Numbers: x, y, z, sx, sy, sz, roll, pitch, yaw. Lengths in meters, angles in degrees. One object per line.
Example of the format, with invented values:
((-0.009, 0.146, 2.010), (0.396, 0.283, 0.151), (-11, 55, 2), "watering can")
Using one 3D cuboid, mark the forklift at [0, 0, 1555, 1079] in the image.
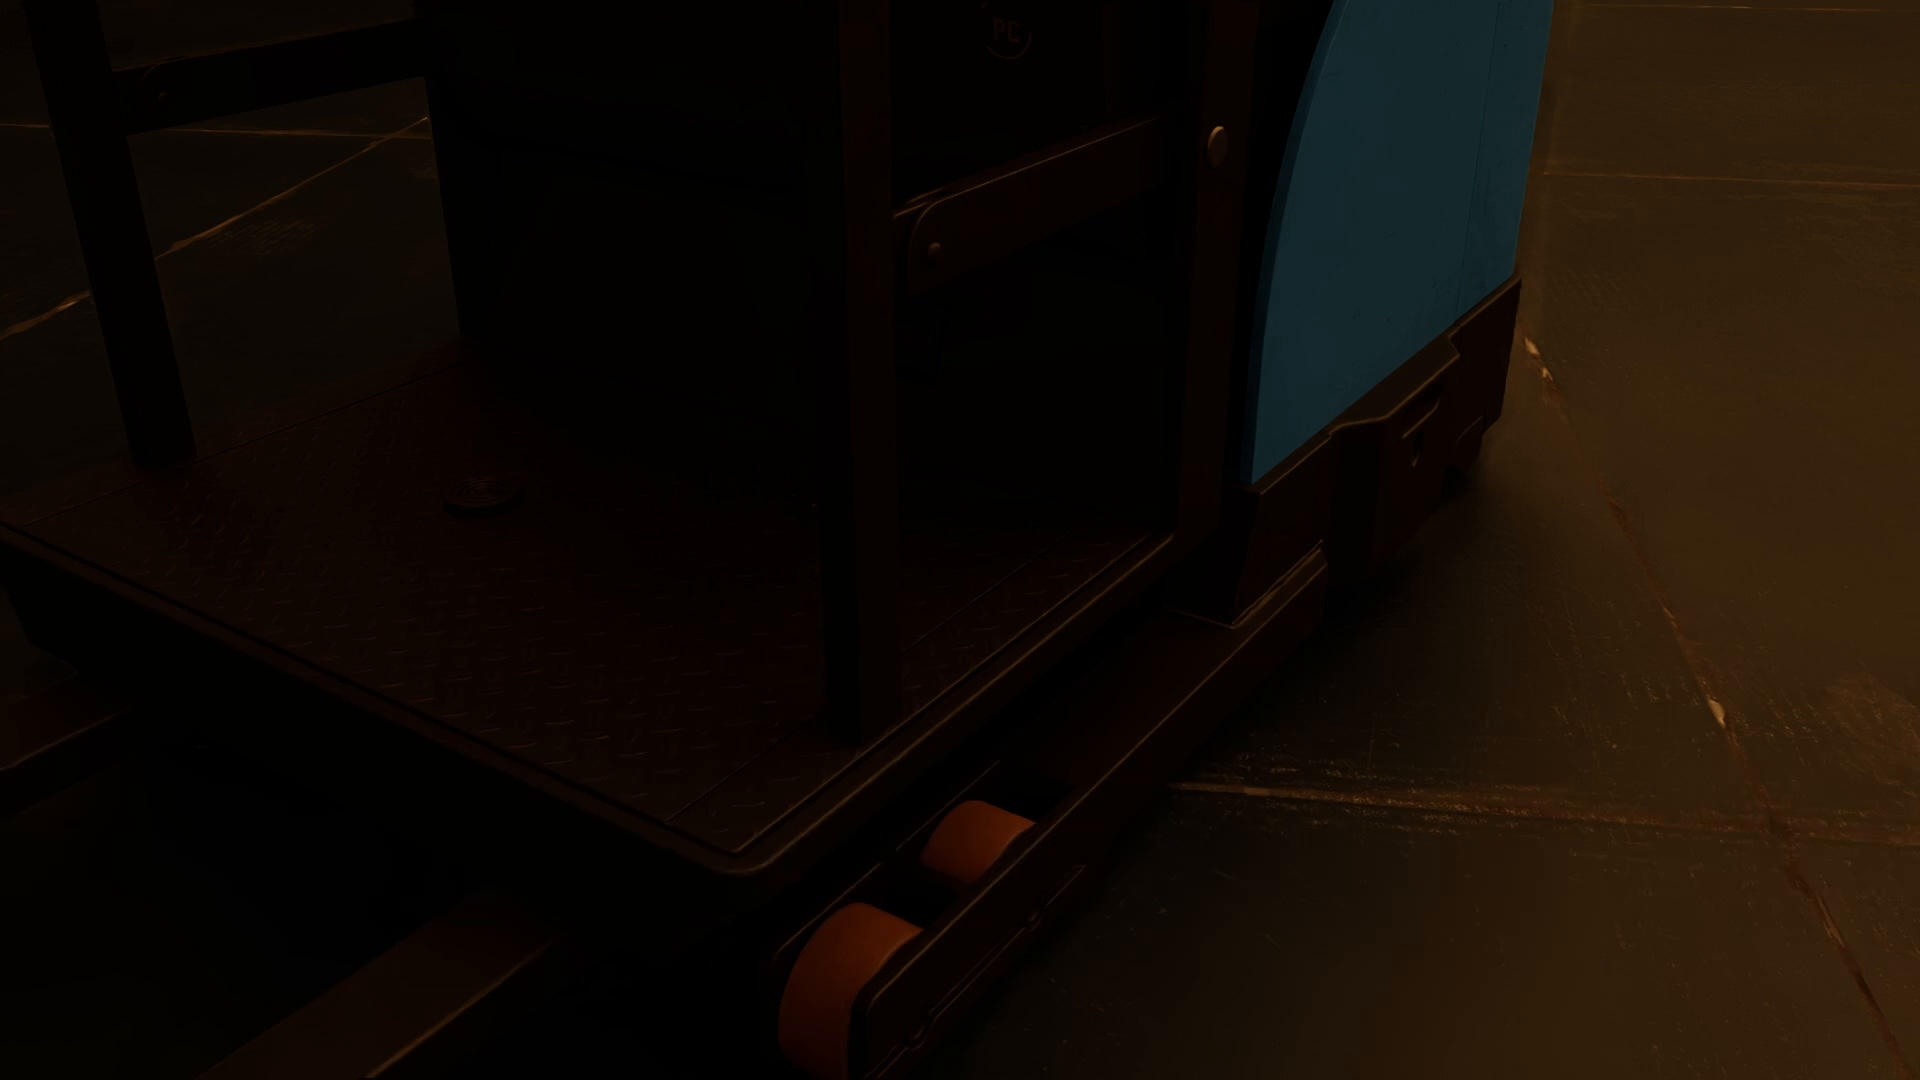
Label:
((-0.340, -1.056, 1.333), (1.130, 2.935, 3.031), (17, 31, 30), "forklift")
